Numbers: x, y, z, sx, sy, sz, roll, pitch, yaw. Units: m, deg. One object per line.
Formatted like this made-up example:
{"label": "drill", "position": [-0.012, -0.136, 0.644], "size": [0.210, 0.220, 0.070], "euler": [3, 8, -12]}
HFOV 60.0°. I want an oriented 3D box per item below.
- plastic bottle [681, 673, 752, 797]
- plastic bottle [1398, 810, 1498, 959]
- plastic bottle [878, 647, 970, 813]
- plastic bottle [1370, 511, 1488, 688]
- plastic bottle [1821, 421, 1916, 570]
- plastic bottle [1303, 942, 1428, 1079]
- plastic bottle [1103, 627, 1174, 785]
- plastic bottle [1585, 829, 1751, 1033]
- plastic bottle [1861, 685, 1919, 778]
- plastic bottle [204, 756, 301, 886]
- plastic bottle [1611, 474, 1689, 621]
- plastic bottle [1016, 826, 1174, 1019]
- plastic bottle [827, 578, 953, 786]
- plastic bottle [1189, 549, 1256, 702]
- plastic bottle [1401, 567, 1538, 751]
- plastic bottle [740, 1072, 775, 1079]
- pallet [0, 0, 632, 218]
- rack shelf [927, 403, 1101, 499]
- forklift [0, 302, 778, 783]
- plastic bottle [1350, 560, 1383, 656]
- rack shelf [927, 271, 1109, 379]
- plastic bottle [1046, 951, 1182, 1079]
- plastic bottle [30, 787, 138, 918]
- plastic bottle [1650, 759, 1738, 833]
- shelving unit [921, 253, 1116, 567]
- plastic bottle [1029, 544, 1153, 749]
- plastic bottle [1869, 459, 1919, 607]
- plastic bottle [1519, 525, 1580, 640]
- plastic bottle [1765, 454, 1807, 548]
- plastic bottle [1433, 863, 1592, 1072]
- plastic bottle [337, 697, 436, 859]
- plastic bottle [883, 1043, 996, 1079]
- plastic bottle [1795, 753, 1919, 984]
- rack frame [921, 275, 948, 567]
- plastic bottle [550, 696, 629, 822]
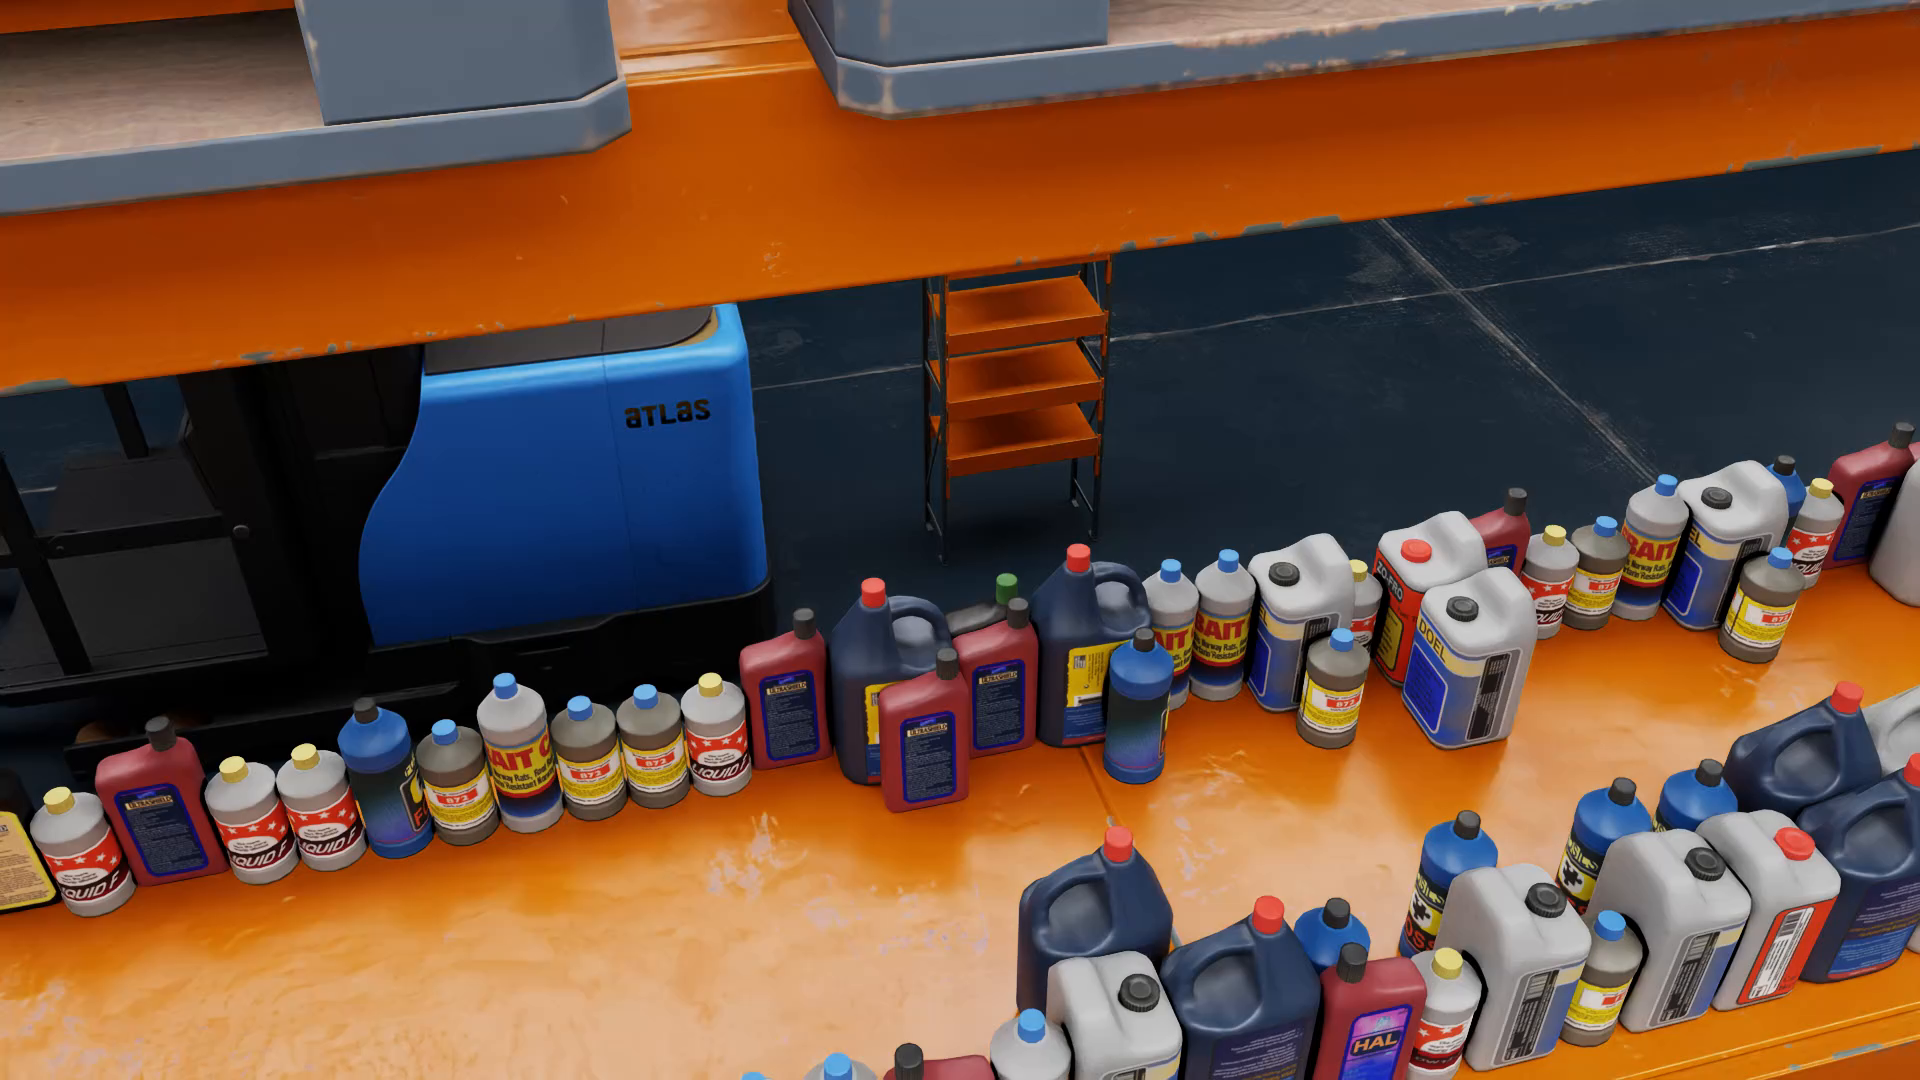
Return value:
{"label": "plastic bottle", "position": [-0.376, 0.291, 2.564], "size": [0.097, 0.201, 0.097], "euler": [0, 37, 0]}
{"label": "plastic bottle", "position": [0.669, 0.474, 2.268], "size": [0.097, 0.271, 0.097], "euler": [0, 37, 0]}
{"label": "plastic bottle", "position": [-0.054, 0.285, 2.505], "size": [0.133, 0.283, 0.061], "euler": [-9, 38, -12]}
{"label": "plastic bottle", "position": [0.769, 0.091, 2.765], "size": [0.135, 0.276, 0.152], "euler": [-9, 38, -12]}
{"label": "plastic bottle", "position": [1.615, -0.080, 2.981], "size": [0.133, 0.283, 0.061], "euler": [-9, 38, -12]}
{"label": "plastic bottle", "position": [0.508, 0.603, 2.090], "size": [0.133, 0.283, 0.061], "euler": [-9, 38, -12]}
{"label": "plastic bottle", "position": [0.276, 0.247, 2.564], "size": [0.097, 0.271, 0.097], "euler": [0, 37, 0]}
{"label": "plastic bottle", "position": [0.944, 0.505, 2.223], "size": [0.135, 0.276, 0.152], "euler": [-9, 38, -12]}
{"label": "plastic bottle", "position": [1.370, 0.318, 2.407], "size": [0.185, 0.351, 0.144], "euler": [-9, 38, -12]}
{"label": "plastic bottle", "position": [-1.034, 0.399, 2.423], "size": [0.097, 0.201, 0.097], "euler": [0, 37, 0]}
{"label": "plastic bottle", "position": [1.191, 0.006, 2.879], "size": [0.097, 0.271, 0.097], "euler": [0, 37, 0]}
{"label": "plastic bottle", "position": [0.174, 0.509, 2.157], "size": [0.185, 0.351, 0.144], "euler": [-9, 38, -12]}
{"label": "plastic bottle", "position": [-0.105, 0.202, 2.558], "size": [0.185, 0.351, 0.144], "euler": [-9, 38, -12]}
{"label": "plastic bottle", "position": [0.426, 0.132, 2.715], "size": [0.097, 0.271, 0.097], "euler": [0, 37, 0]}
{"label": "plastic bottle", "position": [0.809, 0.180, 2.648], "size": [0.135, 0.276, 0.152], "euler": [-9, 38, -12]}
{"label": "plastic bottle", "position": [-0.233, 0.717, 1.949], "size": [0.097, 0.271, 0.097], "euler": [0, 37, 0]}
{"label": "pallet", "position": [-0.888, -0.502, 1.124], "size": [1.213, 0.211, 1.003], "euler": [-9, 38, -12]}
{"label": "rack shelf", "position": [0.160, -0.292, 5.081], "size": [0.480, 0.148, 0.258], "euler": [-9, 38, -12]}
{"label": "forklift", "position": [-2.094, -0.876, 3.983], "size": [3.031, 2.935, 1.130], "euler": [-8, 38, -10]}
{"label": "plastic bottle", "position": [0.650, 0.123, 2.784], "size": [0.097, 0.201, 0.097], "euler": [0, 37, 0]}
{"label": "rack shelf", "position": [0.160, -0.627, 4.825], "size": [0.480, 0.148, 0.258], "euler": [-9, 38, -12]}
{"label": "plastic bottle", "position": [0.189, 0.629, 2.061], "size": [0.135, 0.276, 0.152], "euler": [-9, 38, -12]}
{"label": "plastic bottle", "position": [-1.257, 0.436, 2.375], "size": [0.097, 0.201, 0.097], "euler": [0, 37, 0]}
{"label": "plastic bottle", "position": [1.023, 0.416, 2.344], "size": [0.097, 0.271, 0.097], "euler": [0, 37, 0]}
{"label": "shelving unit", "position": [0.160, -0.503, 4.920], "size": [0.503, 1.200, 0.258], "euler": [-9, 38, -12]}
{"label": "plastic bottle", "position": [0.202, 0.152, 2.624], "size": [0.185, 0.351, 0.144], "euler": [-9, 38, -12]}
{"label": "plastic bottle", "position": [1.746, -0.063, 2.905], "size": [0.185, 0.351, 0.144], "euler": [-9, 38, -12]}
{"label": "plastic bottle", "position": [1.003, 0.065, 2.860], "size": [0.097, 0.201, 0.097], "euler": [0, 37, 0]}
{"label": "plastic bottle", "position": [1.415, -0.031, 2.927], "size": [0.097, 0.271, 0.097], "euler": [0, 37, 0]}
{"label": "plastic bottle", "position": [0.720, 0.542, 2.175], "size": [0.135, 0.276, 0.152], "euler": [-9, 38, -12]}
{"label": "plastic bottle", "position": [-0.846, 0.340, 2.442], "size": [0.097, 0.271, 0.097], "euler": [0, 37, 0]}
{"label": "plastic bottle", "position": [-0.023, 0.690, 1.976], "size": [0.133, 0.283, 0.061], "euler": [-9, 38, -12]}
{"label": "plastic bottle", "position": [1.229, 0.431, 2.258], "size": [0.185, 0.351, 0.144], "euler": [-9, 38, -12]}
{"label": "rack frame", "position": [-0.076, -0.464, 4.869], "size": [0.015, 1.200, 0.240], "euler": [-9, 38, -12]}
{"label": "plastic bottle", "position": [-0.564, 0.322, 2.524], "size": [0.097, 0.201, 0.097], "euler": [0, 37, 0]}
